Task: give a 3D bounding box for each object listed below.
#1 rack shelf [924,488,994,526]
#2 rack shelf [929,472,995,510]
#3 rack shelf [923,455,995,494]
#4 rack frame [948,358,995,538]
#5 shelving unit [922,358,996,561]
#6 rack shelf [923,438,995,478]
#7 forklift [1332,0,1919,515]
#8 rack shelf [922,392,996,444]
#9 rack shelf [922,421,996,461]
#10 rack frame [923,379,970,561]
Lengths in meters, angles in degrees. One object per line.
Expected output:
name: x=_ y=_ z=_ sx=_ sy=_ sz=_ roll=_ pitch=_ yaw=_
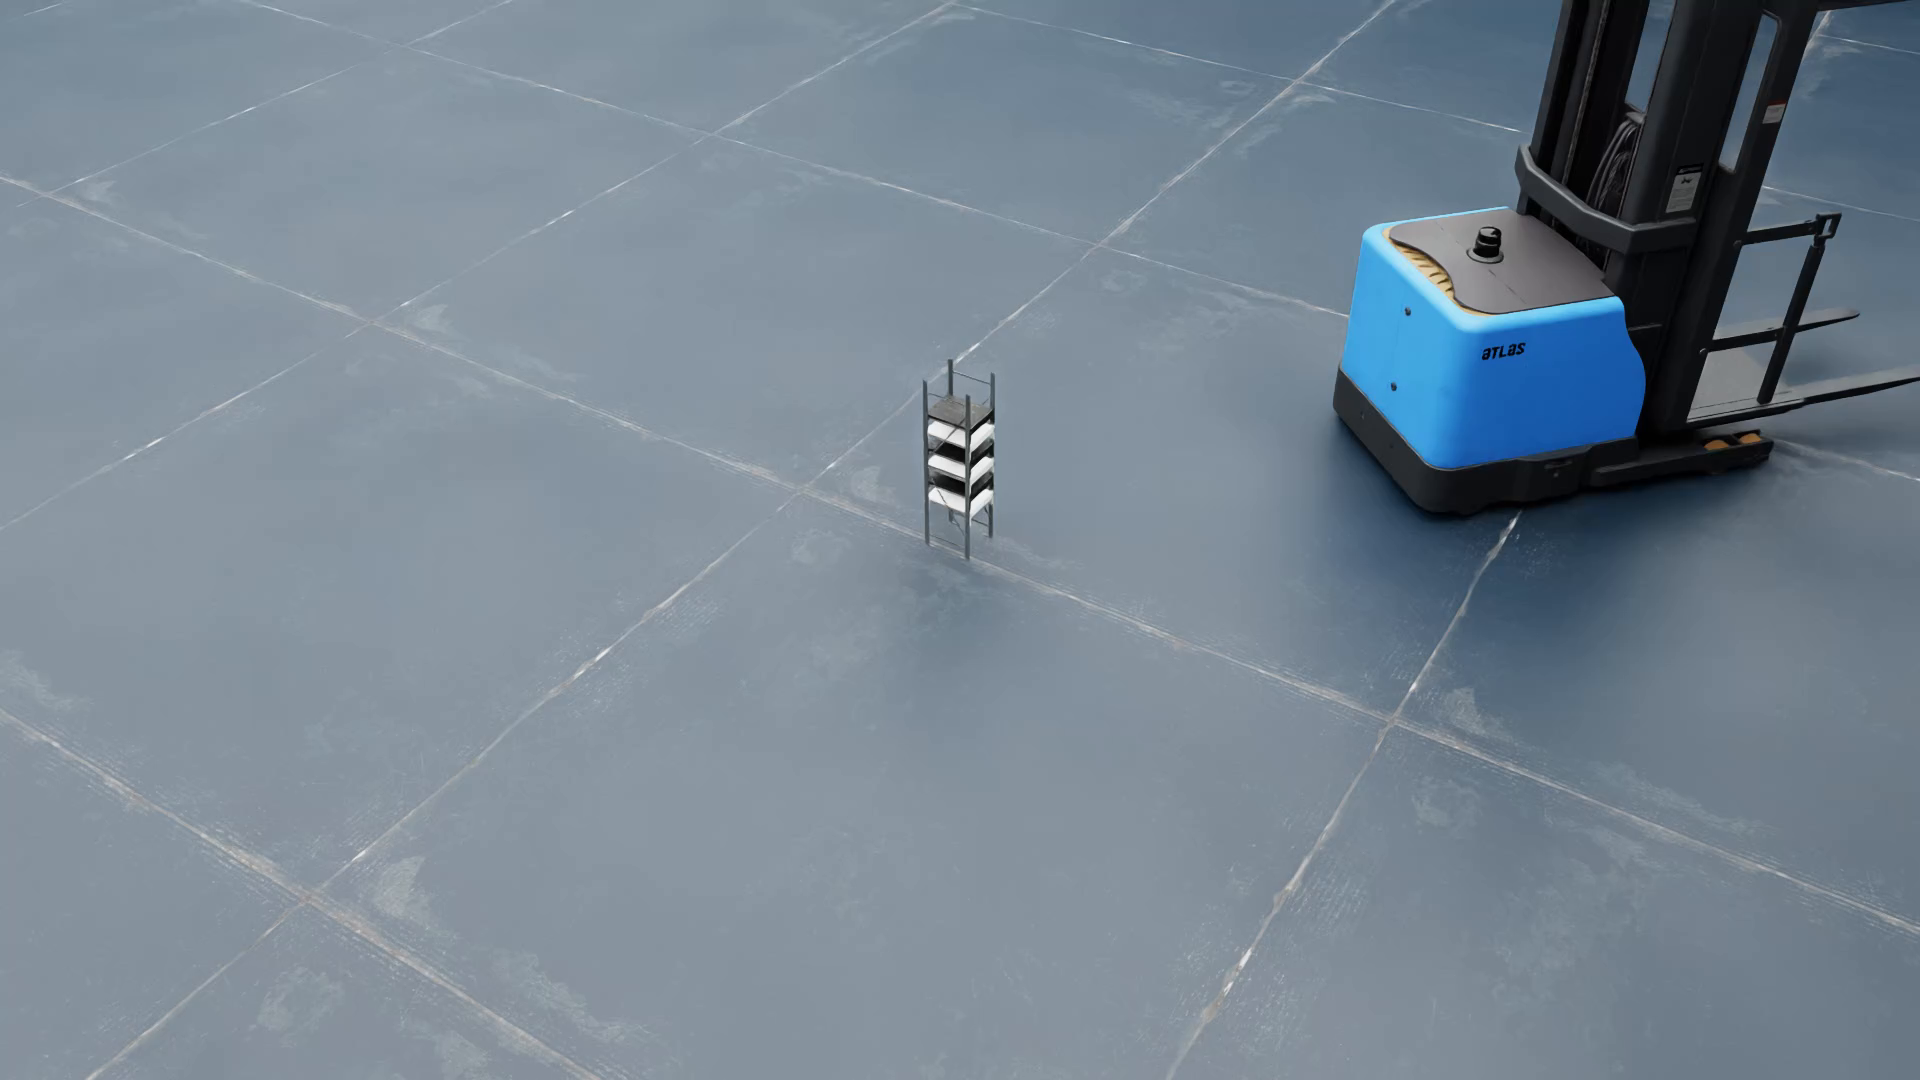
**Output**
rack shelf: x=-0.004 y=-0.183 z=7.600 sx=0.258 sy=0.077 sz=0.200 roll=21 pitch=42 yaw=25
rack shelf: x=-0.004 y=-0.255 z=7.545 sx=0.258 sy=0.077 sz=0.200 roll=21 pitch=42 yaw=25
rack shelf: x=-0.004 y=-0.326 z=7.490 sx=0.258 sy=0.077 sz=0.200 roll=21 pitch=42 yaw=25
rack frame: x=0.050 y=-0.405 z=7.538 sx=0.240 sy=0.900 sz=0.006 roll=21 pitch=42 yaw=25
shelving unit: x=-0.004 y=-0.352 z=7.470 sx=0.258 sy=0.900 sz=0.210 roll=21 pitch=42 yaw=25
rack shelf: x=-0.004 y=-0.397 z=7.435 sx=0.258 sy=0.077 sz=0.200 roll=21 pitch=42 yaw=25
forklift: x=3.484 y=-1.785 z=7.664 sx=3.031 sy=2.935 sz=1.130 roll=-10 pitch=39 yaw=-13
rack shelf: x=-0.004 y=-0.540 z=7.325 sx=0.258 sy=0.077 sz=0.200 roll=21 pitch=42 yaw=25
rack shelf: x=-0.004 y=-0.468 z=7.380 sx=0.258 sy=0.077 sz=0.200 roll=21 pitch=42 yaw=25
rack frame: x=-0.059 y=-0.300 z=7.402 sx=0.240 sy=0.900 sz=0.006 roll=21 pitch=42 yaw=25
